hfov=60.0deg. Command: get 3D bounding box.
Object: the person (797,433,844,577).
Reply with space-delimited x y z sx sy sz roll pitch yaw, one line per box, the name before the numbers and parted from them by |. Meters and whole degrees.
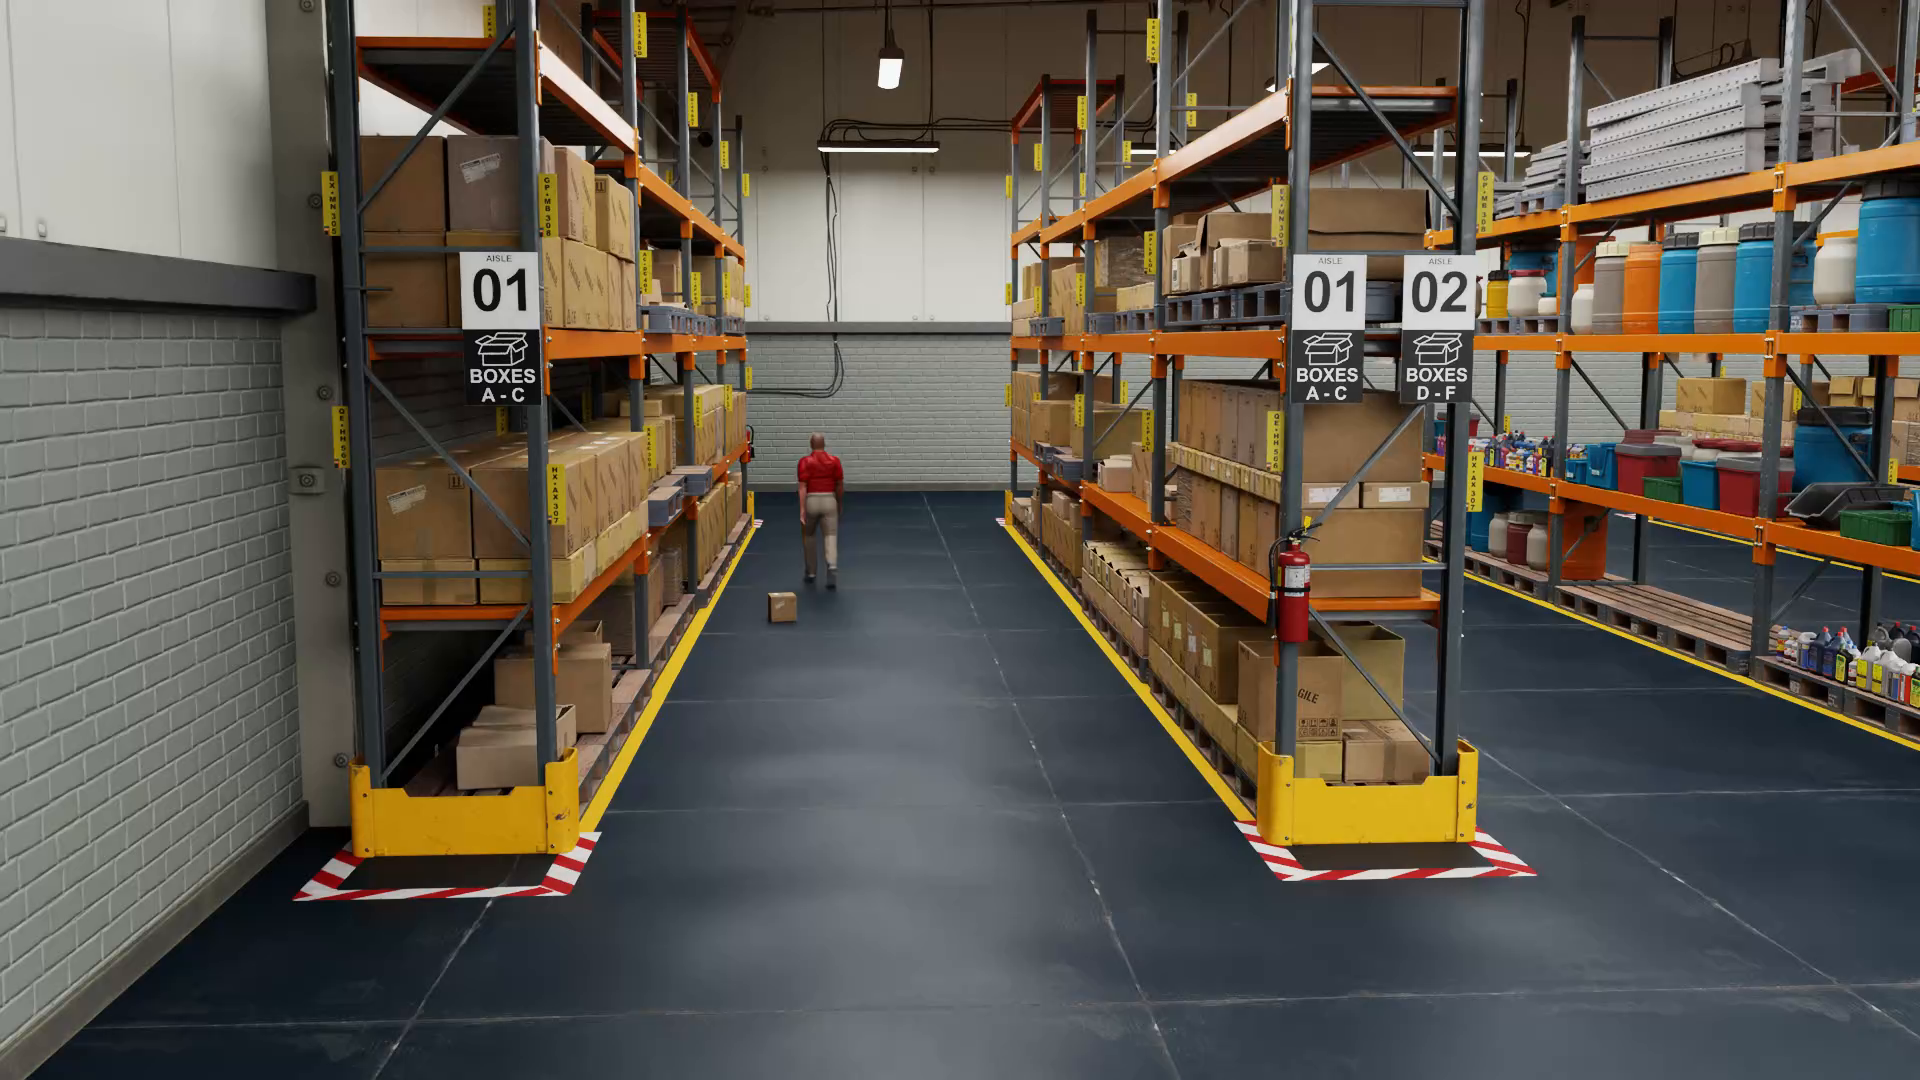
person | -1.592 -0.384 19.004 0.536 1.681 0.959 -1 7 -9
